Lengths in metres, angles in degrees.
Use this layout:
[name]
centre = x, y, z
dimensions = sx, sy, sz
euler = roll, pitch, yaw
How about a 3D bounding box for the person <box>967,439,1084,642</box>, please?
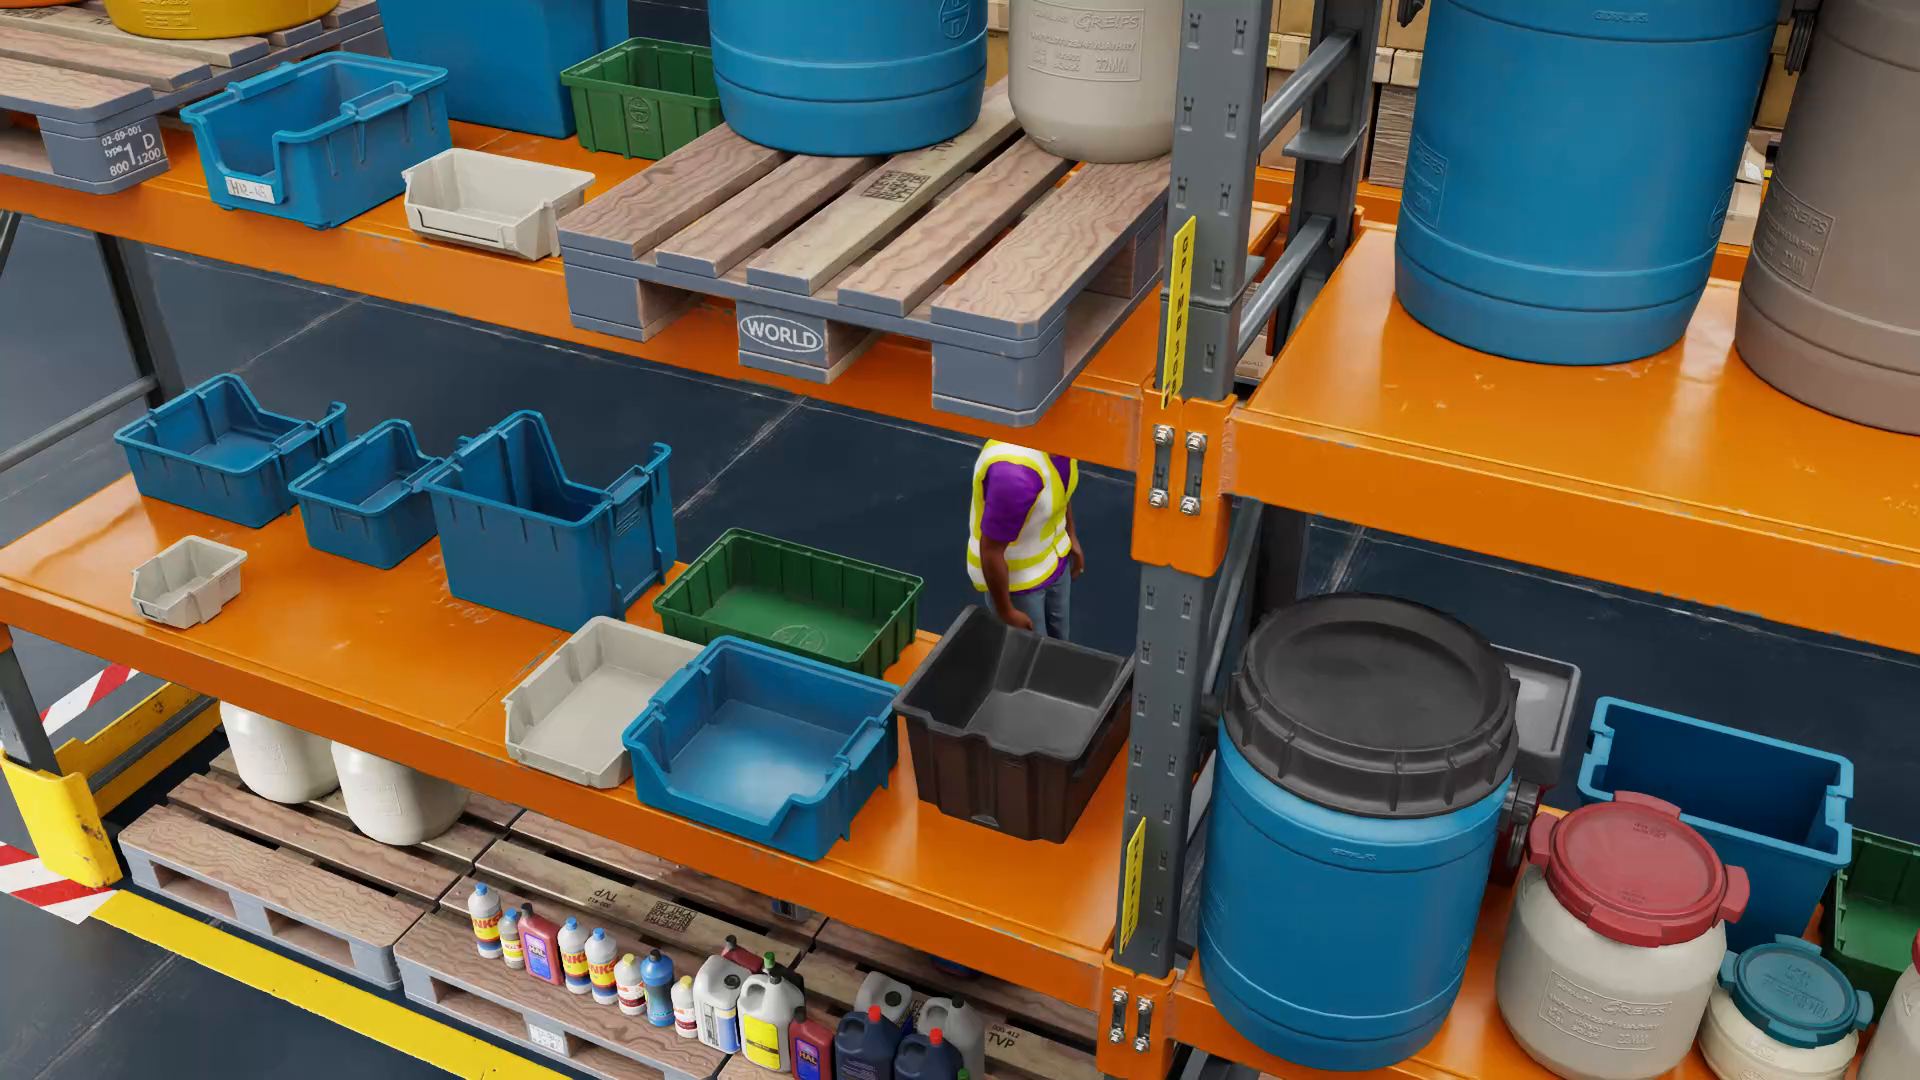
[person]
centre = 0.269, 0.115, 5.950
dimensions = 0.456, 1.761, 0.628
euler = 15, 36, 21
